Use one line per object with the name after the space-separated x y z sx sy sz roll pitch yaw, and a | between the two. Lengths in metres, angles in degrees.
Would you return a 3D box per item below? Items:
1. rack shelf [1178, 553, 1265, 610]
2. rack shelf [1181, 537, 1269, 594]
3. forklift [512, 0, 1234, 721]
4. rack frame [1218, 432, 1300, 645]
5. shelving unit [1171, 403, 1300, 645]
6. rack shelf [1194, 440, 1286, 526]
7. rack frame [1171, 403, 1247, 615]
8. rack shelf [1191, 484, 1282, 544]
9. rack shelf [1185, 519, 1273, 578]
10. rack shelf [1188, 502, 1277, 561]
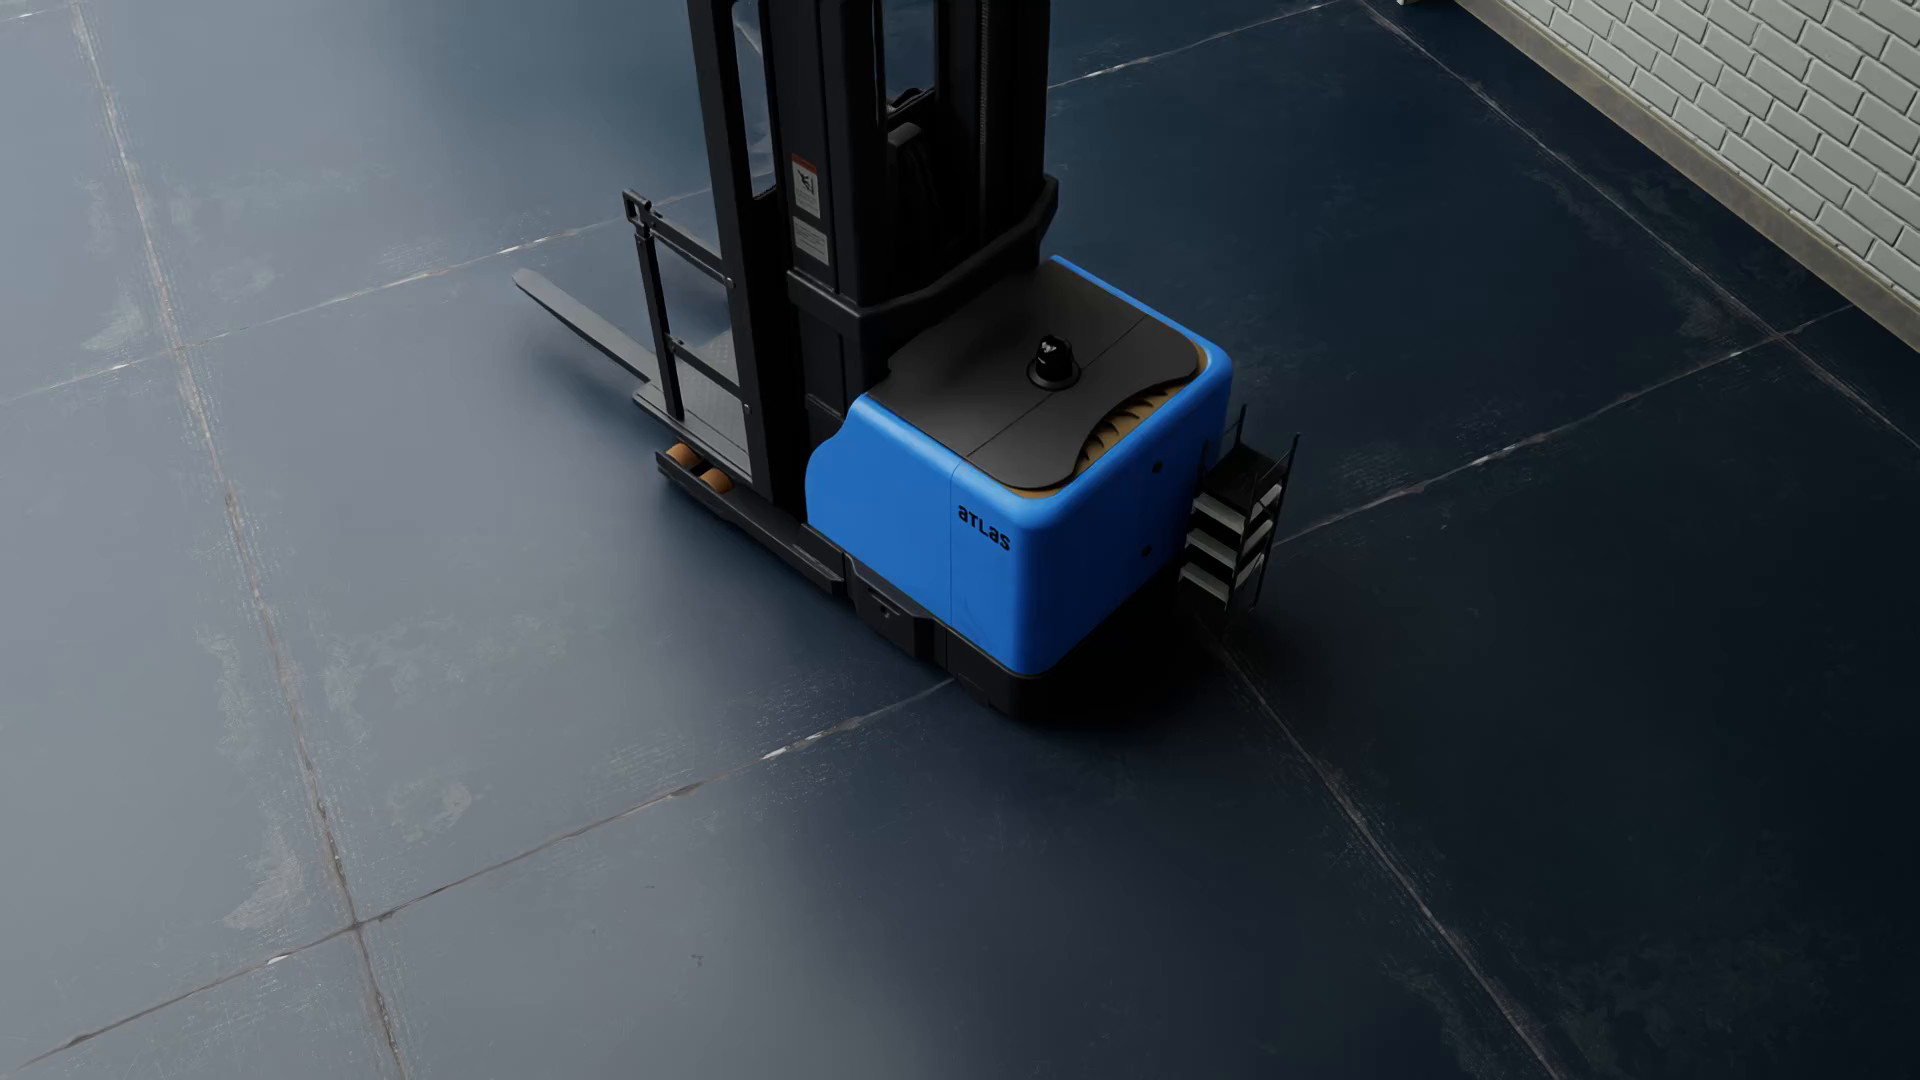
0.925 0.100 5.845 0.200 0.077 0.258 34 57 24 | rack shelf
0.927 0.042 5.776 0.200 0.077 0.258 34 57 24 | rack shelf
-0.526 -1.334 5.469 3.031 2.935 1.130 35 57 26 | forklift
1.006 0.013 5.640 0.006 0.900 0.240 34 57 24 | rack frame
0.929 -0.038 5.682 0.210 0.900 0.258 34 57 24 | shelving unit
0.933 -0.191 5.502 0.200 0.077 0.258 34 57 24 | rack shelf
0.852 -0.089 5.724 0.006 0.900 0.240 34 57 24 | rack frame
0.932 -0.133 5.570 0.200 0.077 0.258 34 57 24 | rack shelf
0.929 -0.016 5.708 0.200 0.077 0.258 34 57 24 | rack shelf
0.930 -0.075 5.639 0.200 0.077 0.258 34 57 24 | rack shelf
